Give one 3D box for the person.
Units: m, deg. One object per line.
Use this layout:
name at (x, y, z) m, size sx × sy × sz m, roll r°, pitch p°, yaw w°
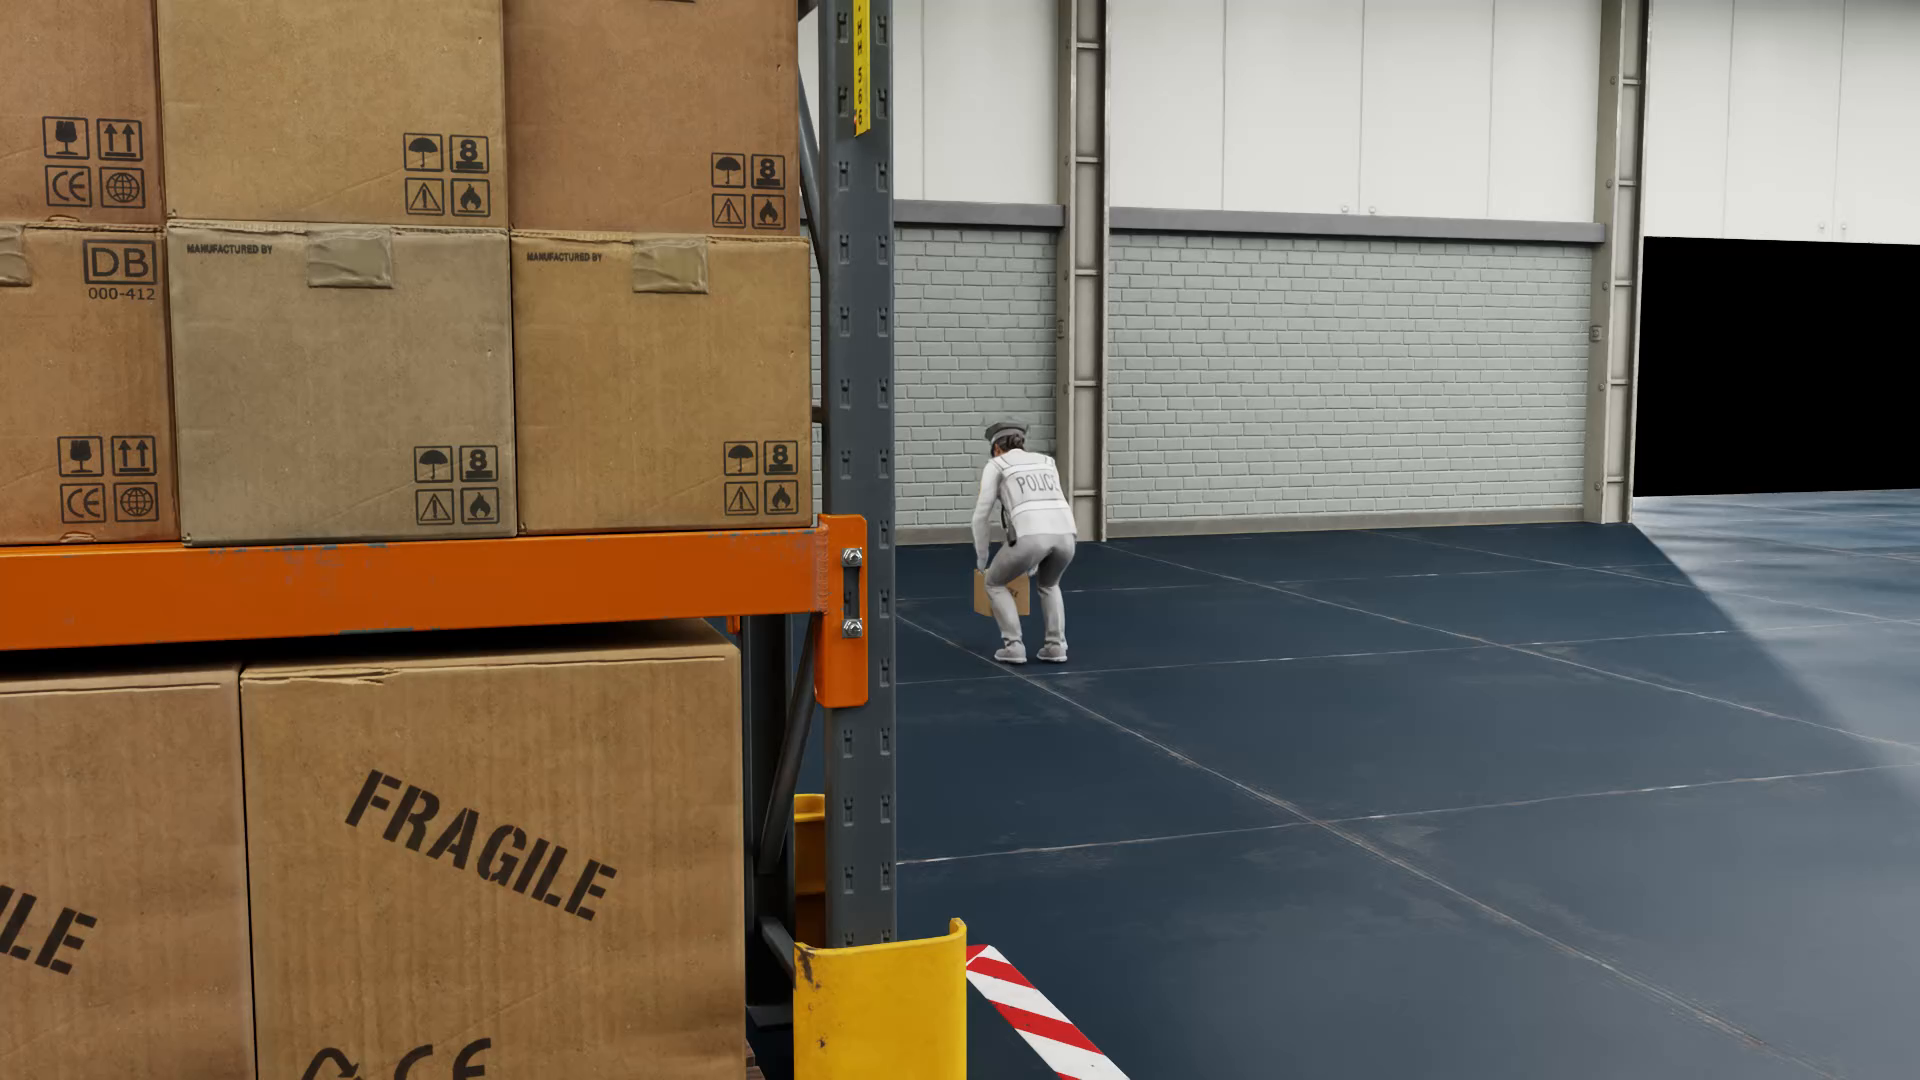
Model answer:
person at (0.344, 0.012, 9.168) m, size 0.534 × 1.322 × 0.736 m, roll -2°, pitch 6°, yaw -19°
